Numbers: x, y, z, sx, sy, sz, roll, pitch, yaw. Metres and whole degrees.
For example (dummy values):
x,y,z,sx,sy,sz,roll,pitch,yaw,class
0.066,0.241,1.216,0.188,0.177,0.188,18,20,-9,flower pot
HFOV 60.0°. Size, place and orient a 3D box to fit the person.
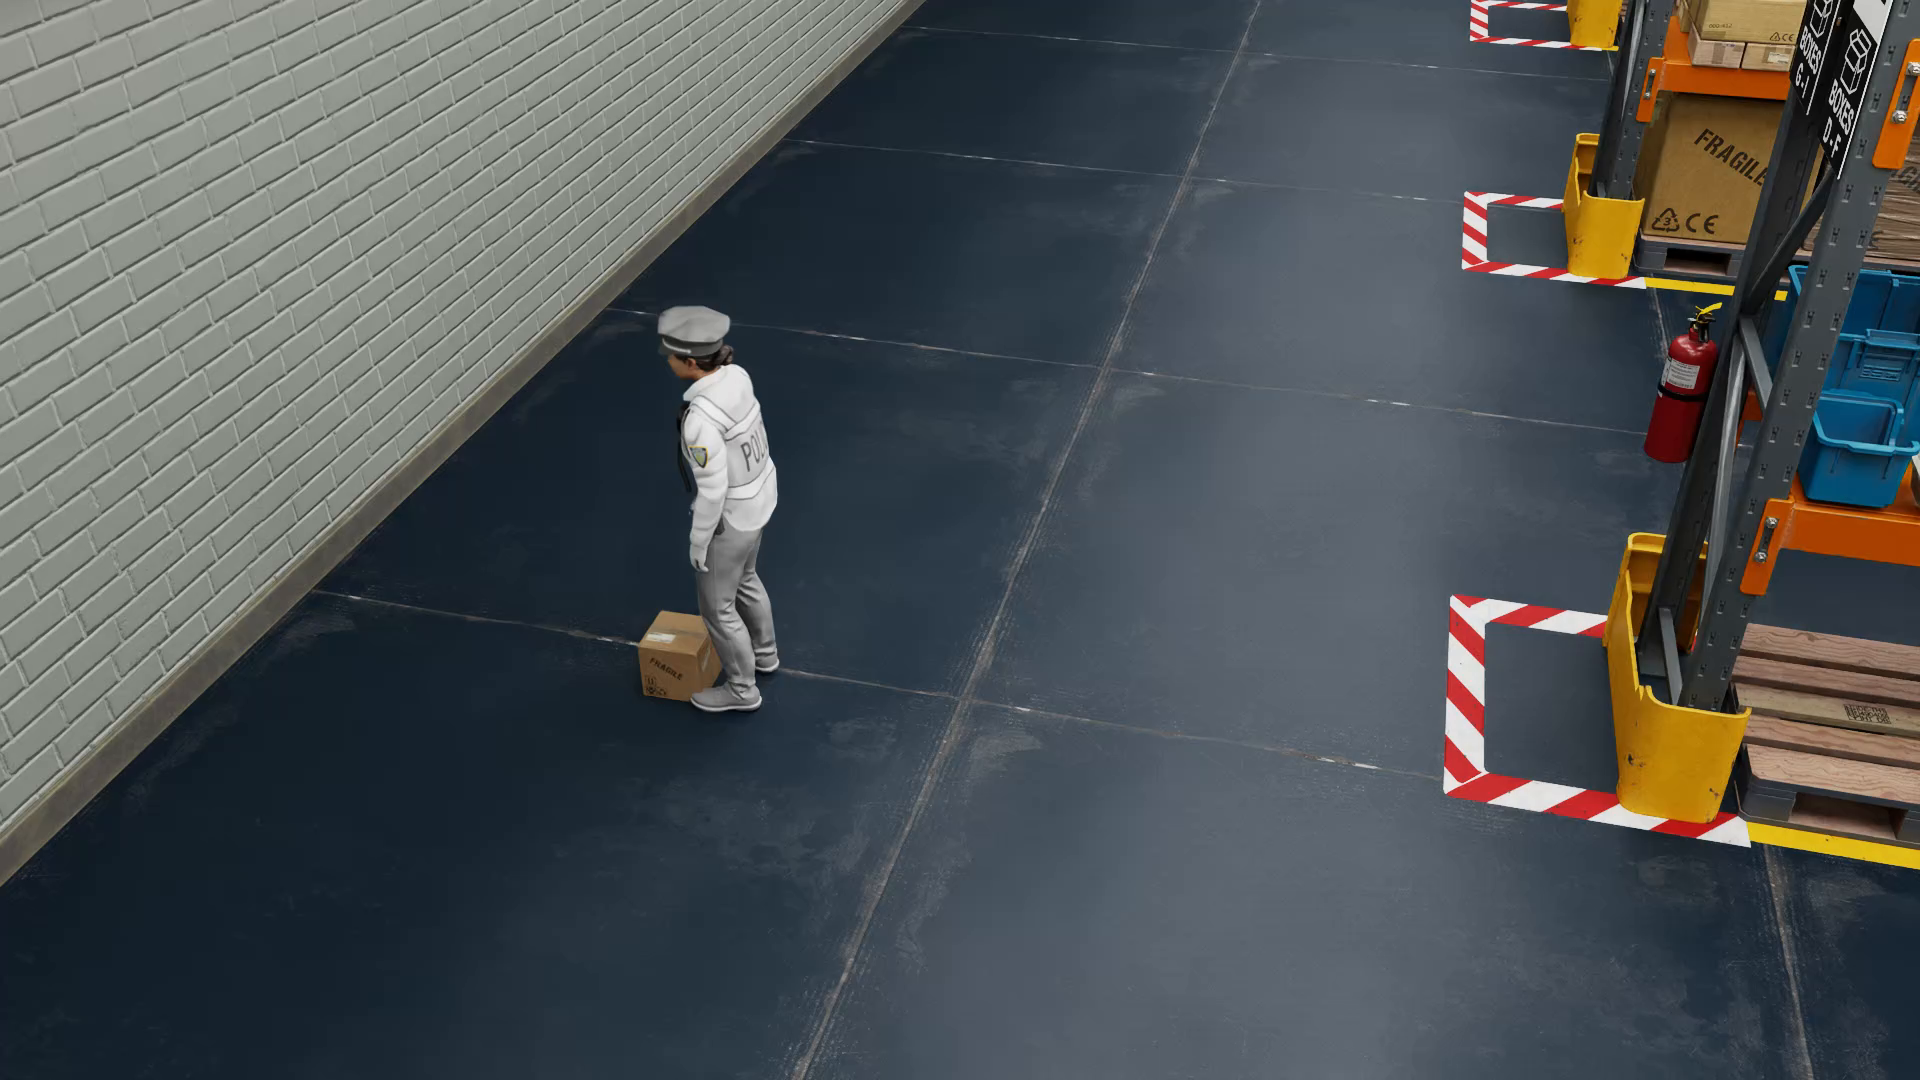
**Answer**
x,y,z,sx,sy,sz,roll,pitch,yaw,class
-0.885,-0.092,6.278,0.369,1.663,0.518,7,34,11,person
